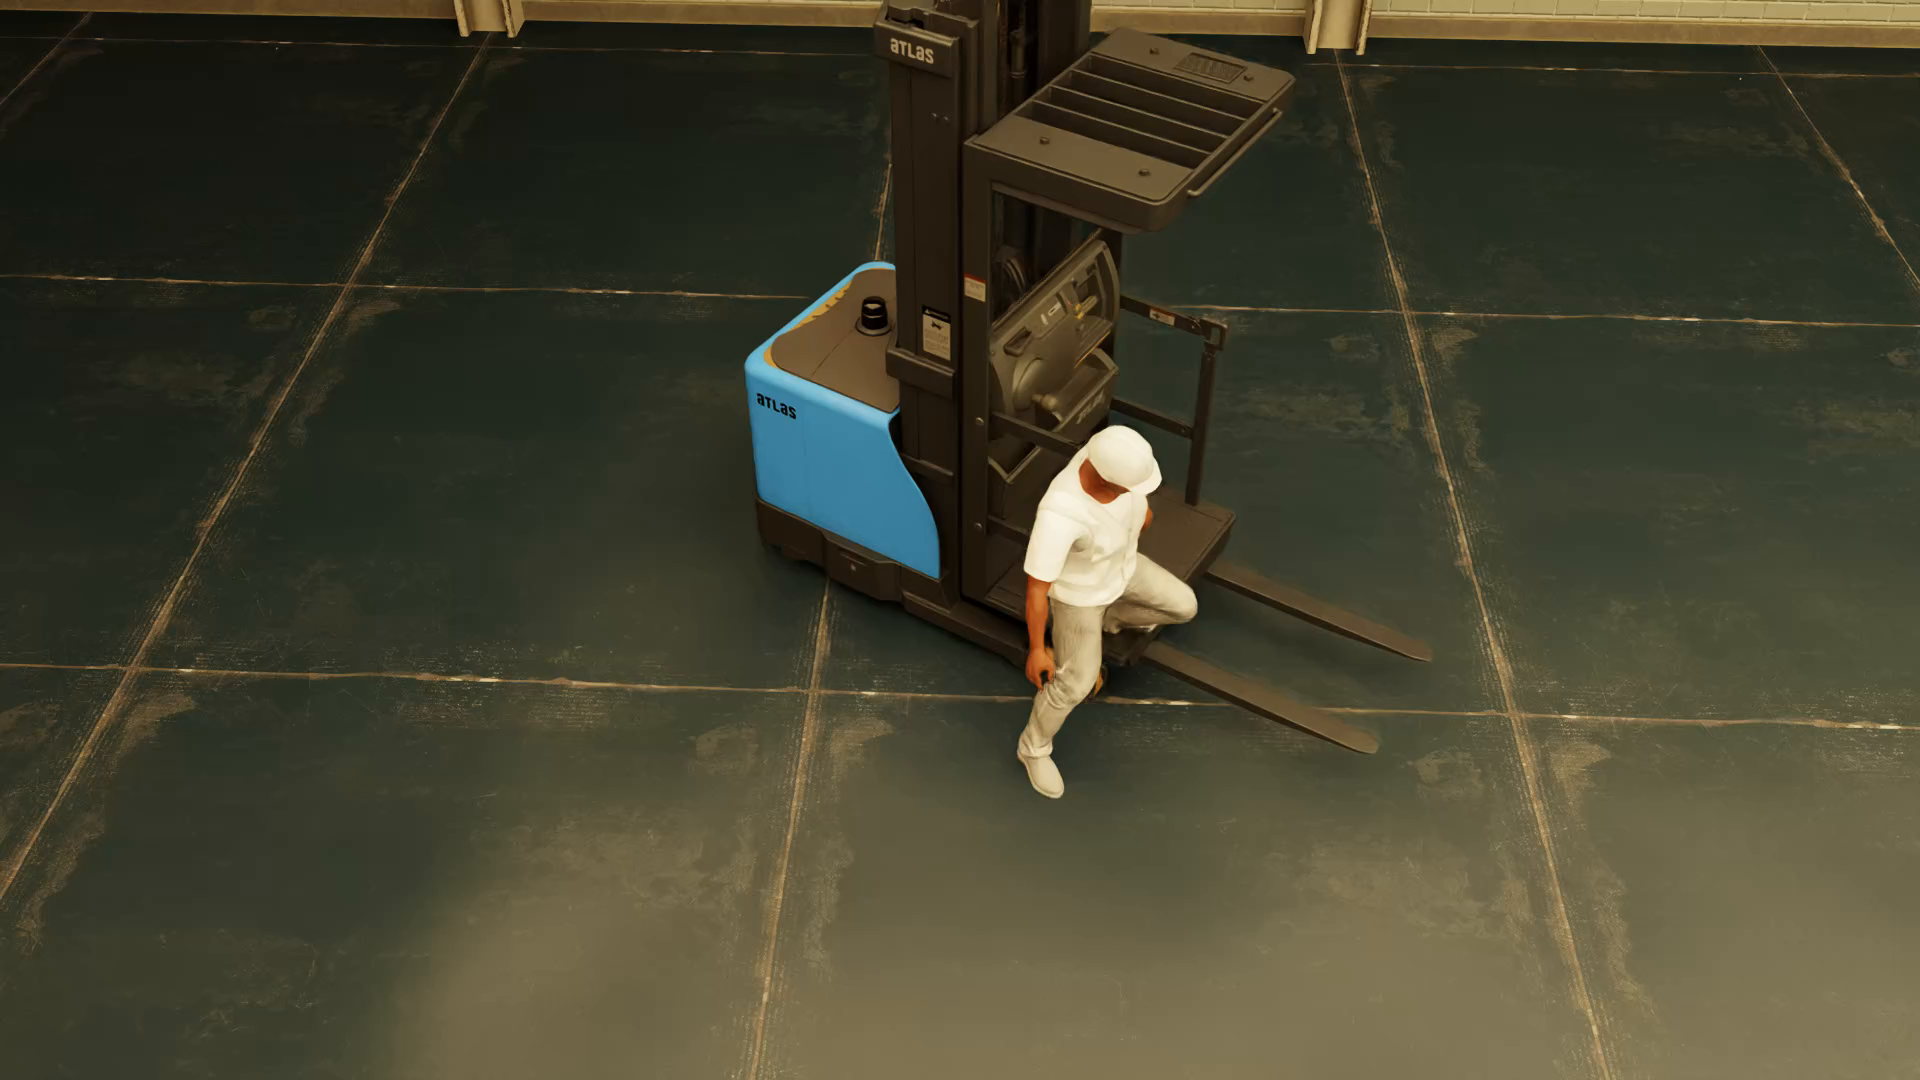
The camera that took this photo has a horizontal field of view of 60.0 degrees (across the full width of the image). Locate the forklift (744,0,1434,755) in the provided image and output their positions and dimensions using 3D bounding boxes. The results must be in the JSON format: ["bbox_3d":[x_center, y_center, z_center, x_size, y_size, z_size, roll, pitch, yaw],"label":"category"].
[{"bbox_3d":[0.564,-0.803,6.622,3.031,2.935,1.130,24,47,24],"label":"forklift"}]

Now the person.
[{"bbox_3d":[0.562,0.197,6.442,0.492,1.713,0.963,25,48,25],"label":"person"}]
